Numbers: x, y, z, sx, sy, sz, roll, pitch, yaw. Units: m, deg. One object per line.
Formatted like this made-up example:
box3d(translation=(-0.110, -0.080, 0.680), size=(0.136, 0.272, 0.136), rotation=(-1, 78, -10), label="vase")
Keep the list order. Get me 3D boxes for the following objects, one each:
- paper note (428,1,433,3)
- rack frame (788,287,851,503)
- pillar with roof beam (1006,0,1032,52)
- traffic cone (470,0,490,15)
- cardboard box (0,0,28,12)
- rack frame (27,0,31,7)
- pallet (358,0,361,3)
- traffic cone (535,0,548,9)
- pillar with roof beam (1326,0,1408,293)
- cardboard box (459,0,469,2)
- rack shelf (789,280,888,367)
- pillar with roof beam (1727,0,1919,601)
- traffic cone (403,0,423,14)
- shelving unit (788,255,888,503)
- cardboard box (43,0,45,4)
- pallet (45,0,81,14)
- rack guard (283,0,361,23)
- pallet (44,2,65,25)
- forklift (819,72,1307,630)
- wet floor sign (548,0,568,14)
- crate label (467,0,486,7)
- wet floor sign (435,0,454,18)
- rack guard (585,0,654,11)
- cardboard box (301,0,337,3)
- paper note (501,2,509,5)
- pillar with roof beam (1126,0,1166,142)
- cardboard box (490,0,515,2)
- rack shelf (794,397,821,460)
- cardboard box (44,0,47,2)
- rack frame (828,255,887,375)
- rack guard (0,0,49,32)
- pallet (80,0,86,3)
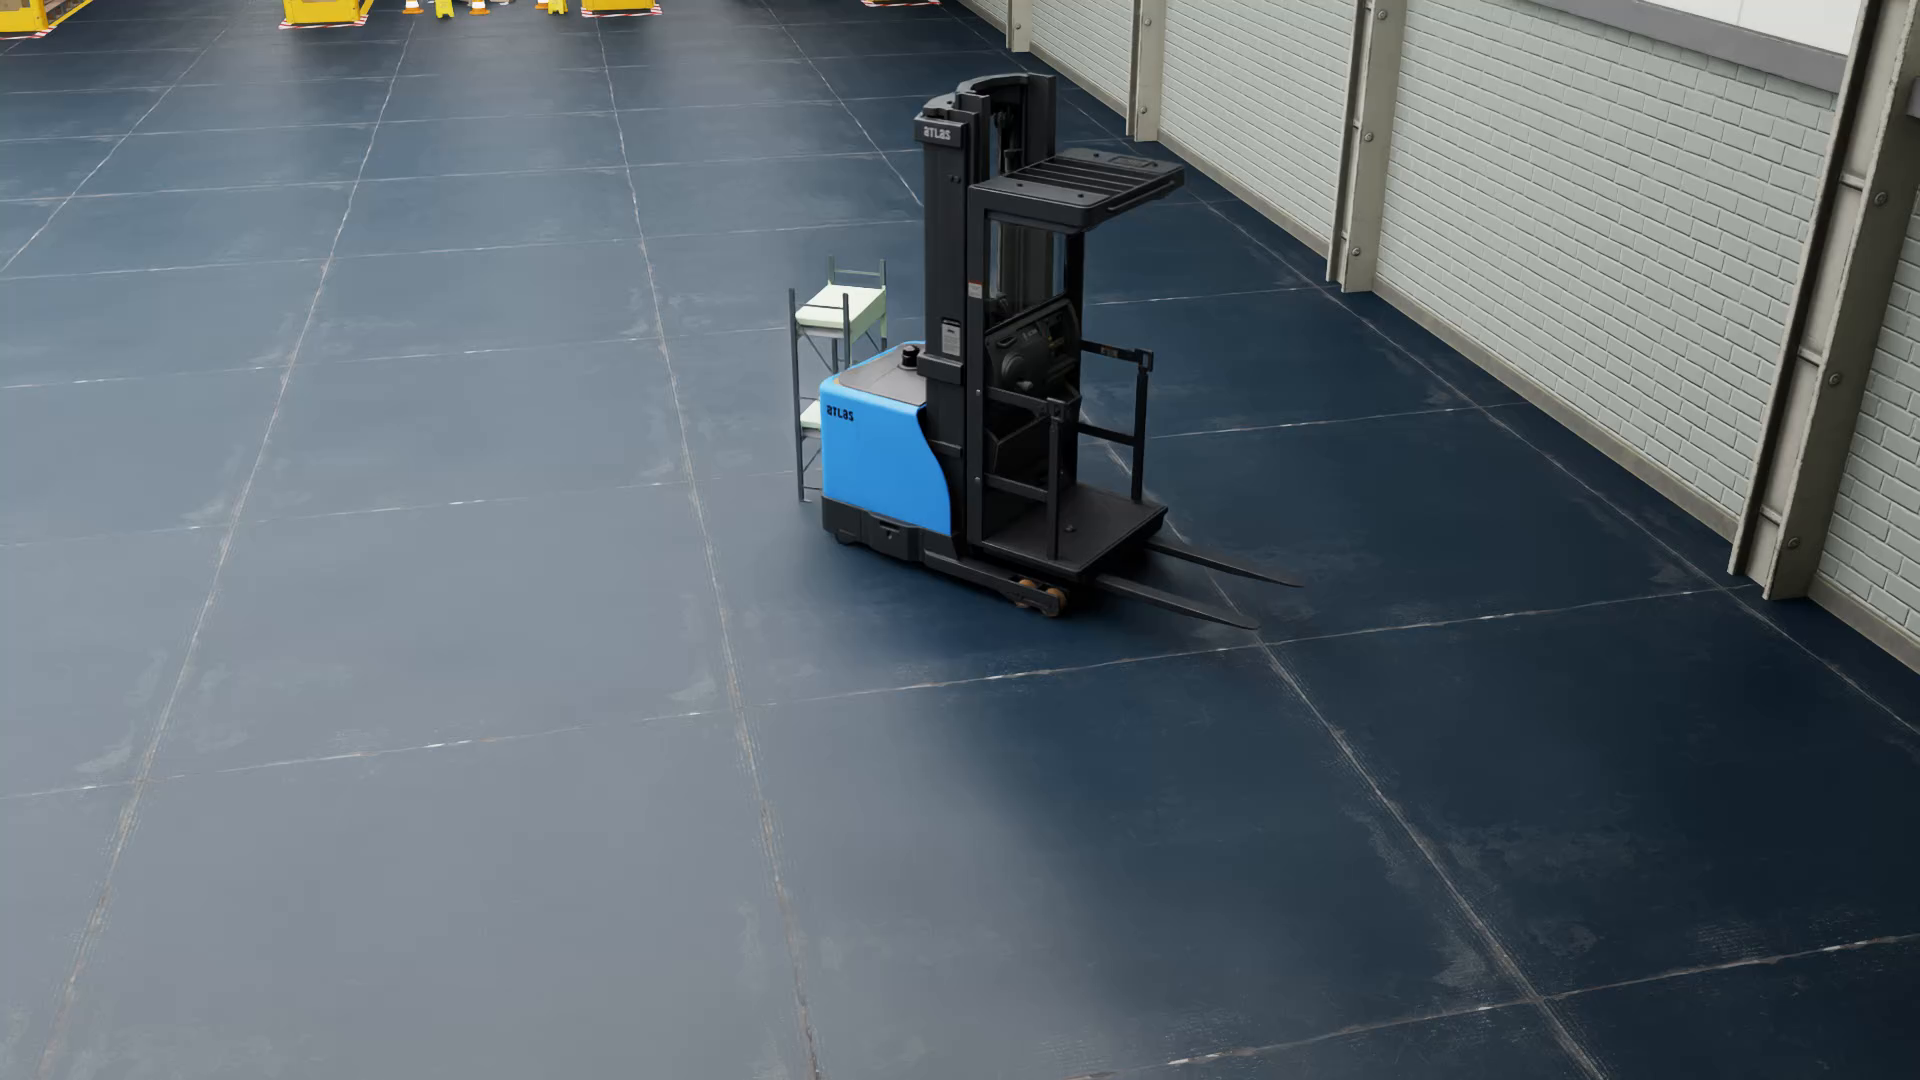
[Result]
box3d(translation=(-9.482, -9.678, 29.892), size=(0.144, 0.017, 0.142), rotation=(3, 27, 6), label="paper note")
box3d(translation=(-0.900, -0.913, 10.895), size=(0.400, 1.500, 0.023), rotation=(7, 28, 14), label="rack frame")
box3d(translation=(-3.278, -11.218, 22.989), size=(9.100, 9.000, 0.400), rotation=(-6, 27, -12), label="pillar with roof beam")
box3d(translation=(-8.350, -9.372, 28.804), size=(0.336, 0.463, 0.334), rotation=(-6, 27, -12), label="traffic cone")
box3d(translation=(-15.771, -9.050, 27.659), size=(0.500, 0.500, 0.500), rotation=(-1, 27, -2), label="cardboard box")
box3d(translation=(-15.647, -9.702, 26.643), size=(1.000, 3.000, 0.127), rotation=(-6, 27, -12), label="rack frame")
box3d(translation=(-11.320, -9.794, 29.920), size=(1.003, 0.211, 1.213), rotation=(-6, 27, -12), label="pallet")
box3d(translation=(-7.346, -9.634, 29.323), size=(0.336, 0.463, 0.334), rotation=(-6, 27, -12), label="traffic cone")
box3d(translation=(-0.573, -5.950, 12.552), size=(9.100, 9.000, 0.400), rotation=(-6, 27, -12), label="pillar with roof beam")
box3d(translation=(-8.854, -10.108, 30.218), size=(0.637, 0.503, 0.797), rotation=(19, 32, 32), label="cardboard box")
box3d(translation=(-0.797, -1.420, 11.033), size=(0.431, 0.370, 0.720), rotation=(7, 28, 14), label="rack shelf")
box3d(translation=(0.779, -3.316, 7.334), size=(9.100, 9.000, 0.400), rotation=(-6, 27, -12), label="pillar with roof beam")
box3d(translation=(-9.528, -9.406, 28.873), size=(0.336, 0.463, 0.334), rotation=(-6, 27, -12), label="traffic cone")
box3d(translation=(-0.797, -1.072, 11.209), size=(0.431, 1.500, 0.755), rotation=(7, 28, 14), label="shelving unit")
box3d(translation=(-15.939, -9.309, 28.172), size=(0.500, 0.500, 0.500), rotation=(1, 27, 2), label="cardboard box")
box3d(translation=(-16.084, -9.385, 29.111), size=(1.003, 0.211, 1.213), rotation=(-6, 27, -12), label="pallet")
box3d(translation=(-10.786, -9.035, 28.096), size=(1.175, 0.500, 0.348), rotation=(-6, 27, -12), label="rack guard")
box3d(translation=(-15.813, -8.851, 28.052), size=(1.003, 0.211, 1.213), rotation=(-6, 27, -12), label="pallet")
box3d(translation=(0.606, -1.126, 9.729), size=(3.031, 2.935, 1.130), rotation=(18, 32, 31), label="forklift")
box3d(translation=(-6.992, -9.465, 28.787), size=(0.267, 0.644, 0.232), rotation=(3, 27, 6), label="wet floor sign")
box3d(translation=(-8.588, -9.565, 29.549), size=(0.250, 0.136, 0.298), rotation=(-23, 35, -38), label="crate label")
box3d(translation=(-8.856, -9.299, 28.457), size=(0.267, 0.644, 0.232), rotation=(-11, 29, -20), label="wet floor sign")
box3d(translation=(-6.009, -9.626, 29.267), size=(1.175, 0.500, 0.348), rotation=(-6, 27, -12), label="rack guard")
box3d(translation=(-11.009, -9.691, 28.514), size=(0.875, 0.875, 0.875), rotation=(-6, 27, -11), label="cardboard box")
box3d(translation=(-8.144, -9.596, 29.728), size=(0.148, 0.019, 0.142), rotation=(-16, 31, -29), label="paper note")
box3d(translation=(-1.925, -8.584, 17.771), size=(9.100, 9.000, 0.400), rotation=(-6, 27, -12), label="pillar with roof beam")
box3d(translation=(-8.255, -9.806, 30.013), size=(0.380, 0.149, 0.250), rotation=(8, 28, 15), label="cardboard box")
box3d(translation=(-0.797, -0.781, 11.356), size=(0.431, 0.370, 0.720), rotation=(7, 28, 14), label="rack shelf")
box3d(translation=(-16.062, -9.585, 28.720), size=(0.500, 0.500, 0.500), rotation=(-3, 27, -7), label="cardboard box")
box3d(translation=(-0.695, -1.230, 11.522), size=(0.400, 1.500, 0.023), rotation=(7, 28, 14), label="rack frame")
box3d(translation=(-15.664, -8.620, 27.273), size=(1.175, 0.500, 0.348), rotation=(-6, 27, -12), label="rack guard")
box3d(translation=(-16.363, -9.922, 30.174), size=(1.003, 0.211, 1.213), rotation=(-6, 27, -12), label="pallet")
